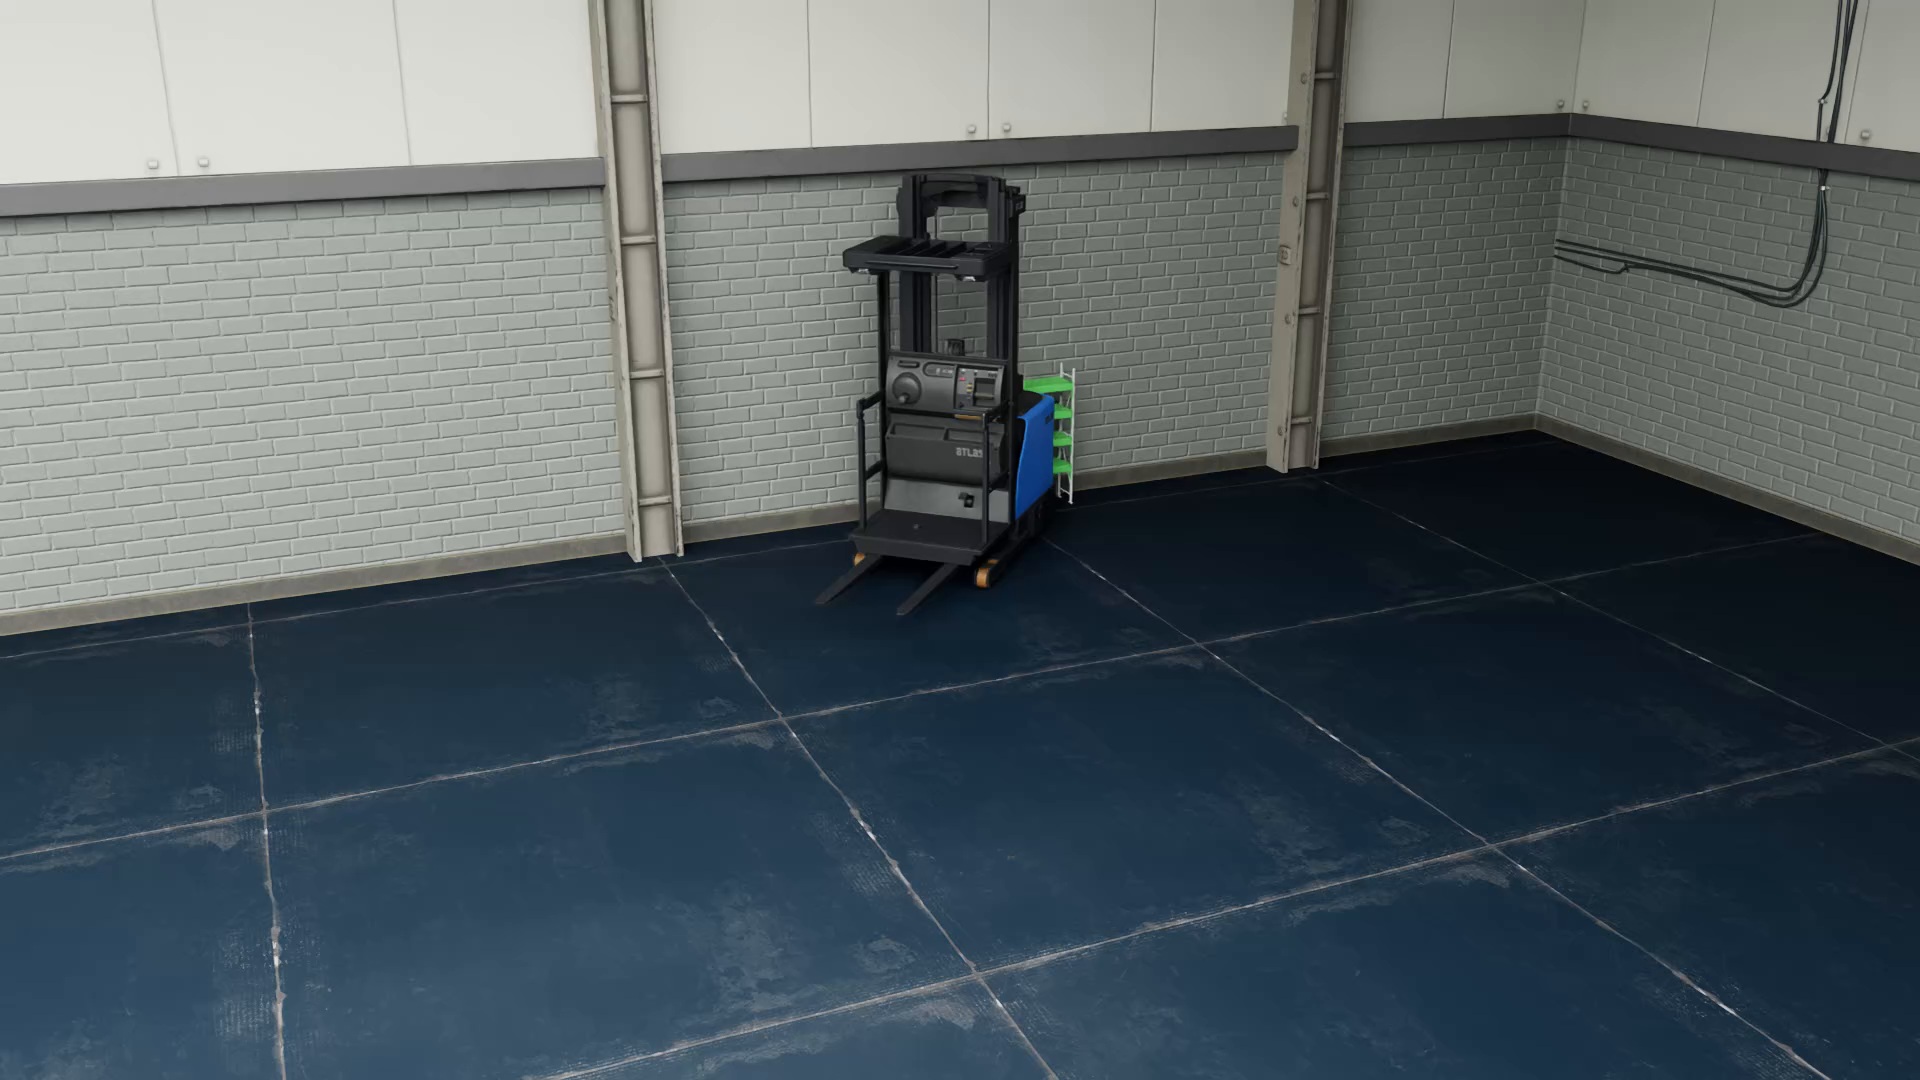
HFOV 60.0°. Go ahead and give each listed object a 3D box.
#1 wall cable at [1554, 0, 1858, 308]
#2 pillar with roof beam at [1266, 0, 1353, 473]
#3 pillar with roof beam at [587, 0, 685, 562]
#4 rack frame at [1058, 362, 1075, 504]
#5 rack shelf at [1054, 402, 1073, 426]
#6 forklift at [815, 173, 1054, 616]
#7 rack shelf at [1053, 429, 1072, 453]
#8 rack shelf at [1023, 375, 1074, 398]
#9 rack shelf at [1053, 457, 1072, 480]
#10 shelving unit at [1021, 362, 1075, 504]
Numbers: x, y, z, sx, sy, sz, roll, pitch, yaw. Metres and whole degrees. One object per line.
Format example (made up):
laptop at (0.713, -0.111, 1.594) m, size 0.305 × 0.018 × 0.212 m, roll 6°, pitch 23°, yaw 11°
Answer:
wall cable at (6.314, -3.452, 14.451) m, size 0.112 × 2.526 × 3.097 m, roll -8°, pitch 21°, yaw -22°
pillar with roof beam at (4.790, -3.619, 10.252) m, size 0.400 × 9.000 × 9.100 m, roll -8°, pitch 21°, yaw -22°
pillar with roof beam at (-0.719, -2.830, 8.010) m, size 0.400 × 9.000 × 9.100 m, roll -8°, pitch 21°, yaw -22°
rack frame at (0.913, -0.915, 14.315) m, size 0.015 × 1.200 × 0.240 m, roll -8°, pitch 21°, yaw -23°
rack shelf at (0.690, -1.049, 14.163) m, size 0.480 × 0.148 × 0.258 m, roll -8°, pitch 21°, yaw -23°
forklift at (-0.186, -1.169, 12.430) m, size 1.130 × 2.935 × 3.031 m, roll 7°, pitch 21°, yaw 19°
rack shelf at (0.690, -0.822, 14.243) m, size 0.480 × 0.148 × 0.258 m, roll -8°, pitch 21°, yaw -23°
rack shelf at (0.690, -1.275, 14.084) m, size 0.480 × 0.148 × 0.258 m, roll -8°, pitch 21°, yaw -23°
rack shelf at (0.690, -0.596, 14.323) m, size 0.480 × 0.148 × 0.258 m, roll -8°, pitch 21°, yaw -23°
shelving unit at (0.690, -0.882, 14.222) m, size 0.503 × 1.200 × 0.258 m, roll -8°, pitch 21°, yaw -23°
